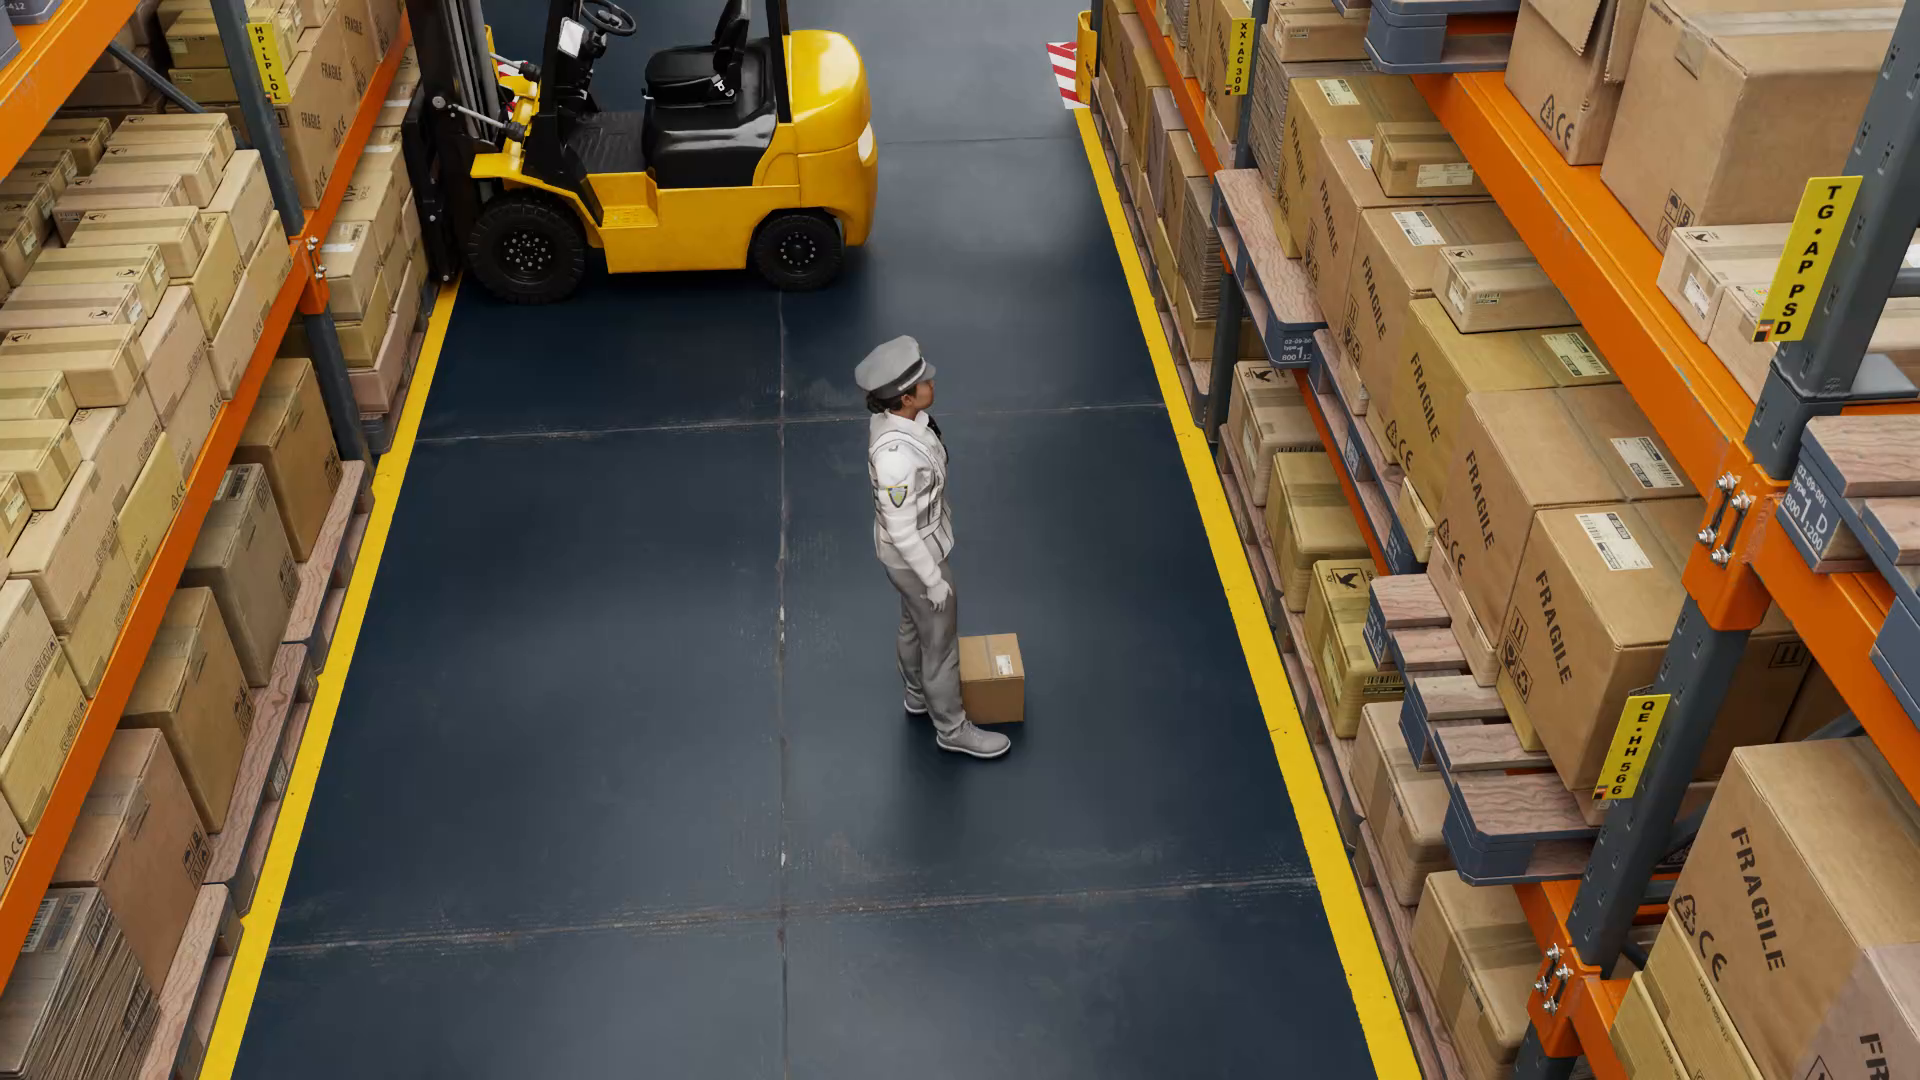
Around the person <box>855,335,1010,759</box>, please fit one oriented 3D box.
[{"bbox_3d":[-0.089,0.017,6.093,0.530,1.695,0.588,-3,39,-4],"label":"person"}]
